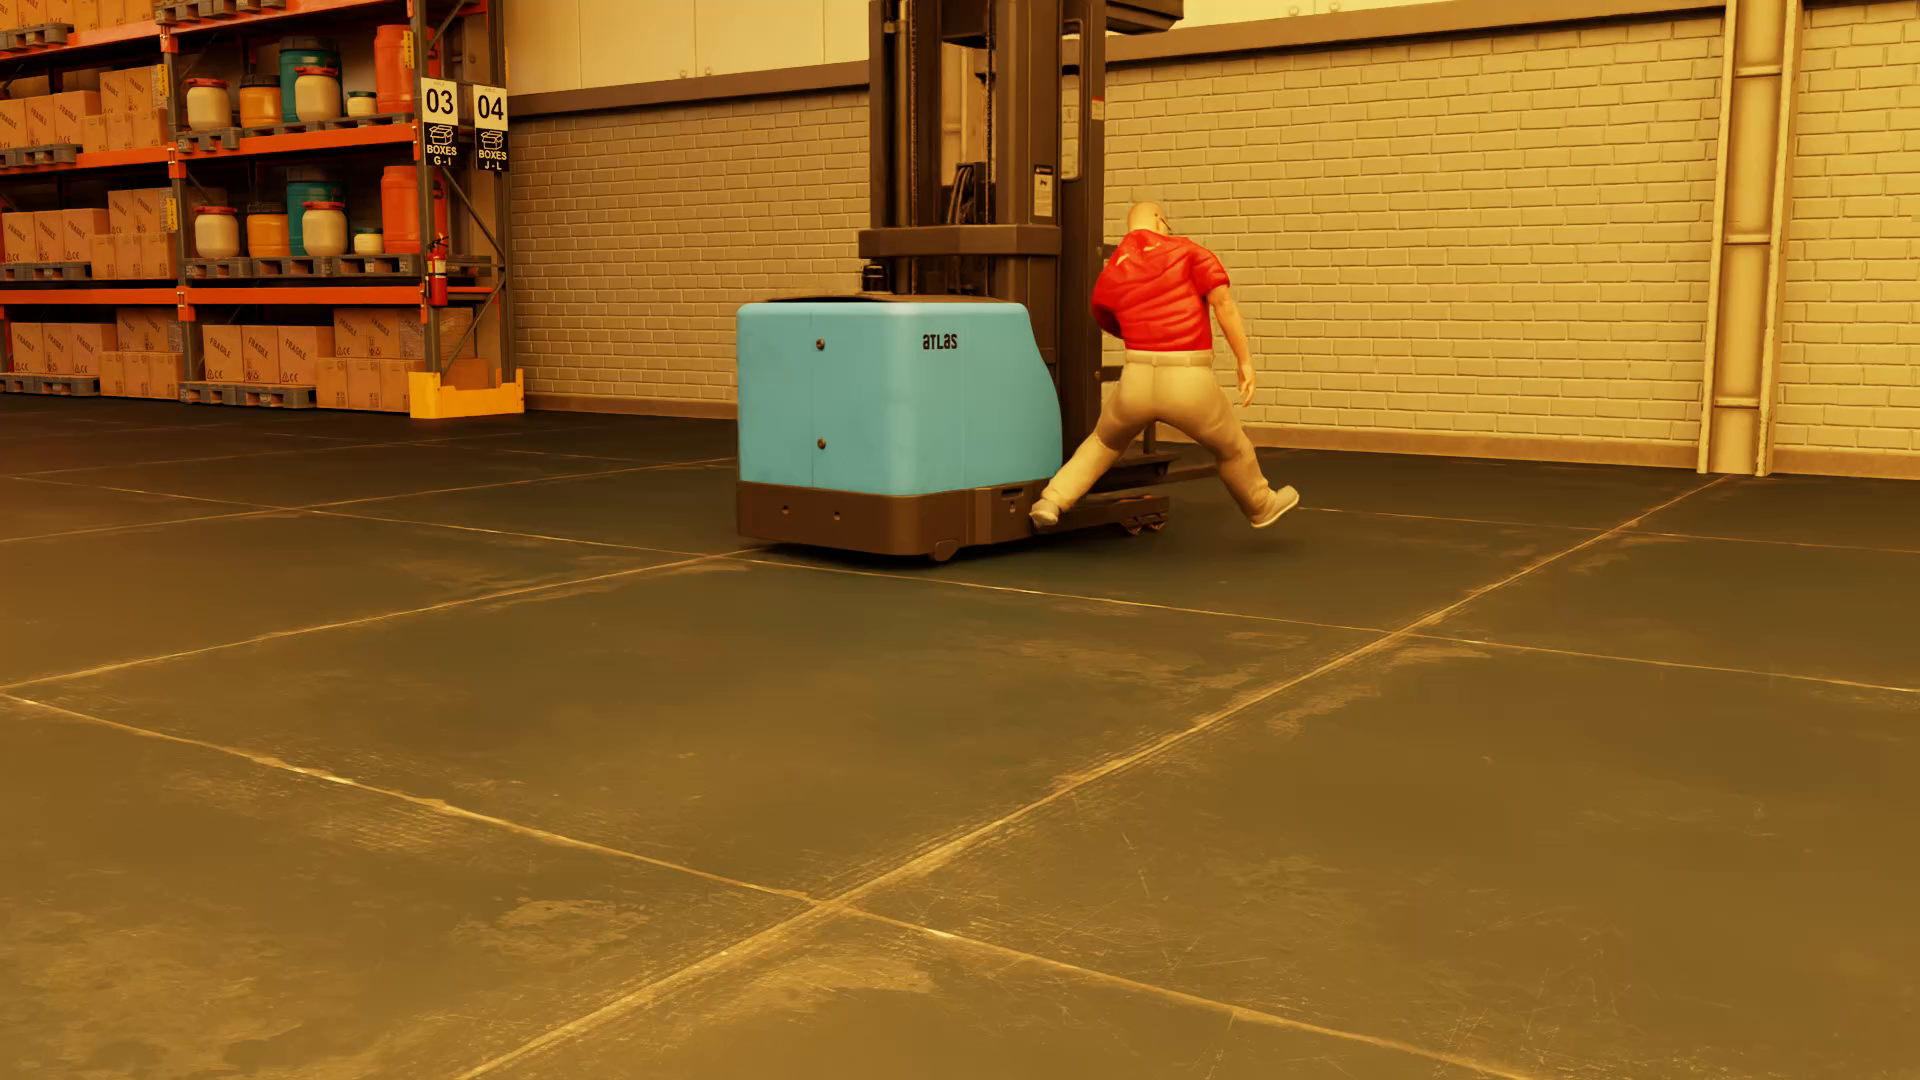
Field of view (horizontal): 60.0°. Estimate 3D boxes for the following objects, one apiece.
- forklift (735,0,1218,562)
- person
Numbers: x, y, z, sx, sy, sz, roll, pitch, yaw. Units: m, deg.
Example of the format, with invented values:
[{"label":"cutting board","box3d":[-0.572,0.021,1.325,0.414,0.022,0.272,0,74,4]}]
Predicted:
[{"label":"forklift","box3d":[0.353,-1.521,7.887,1.130,2.935,3.031,7,11,39]},{"label":"person","box3d":[0.887,-0.749,7.274,1.045,1.428,1.097,5,10,32]}]
